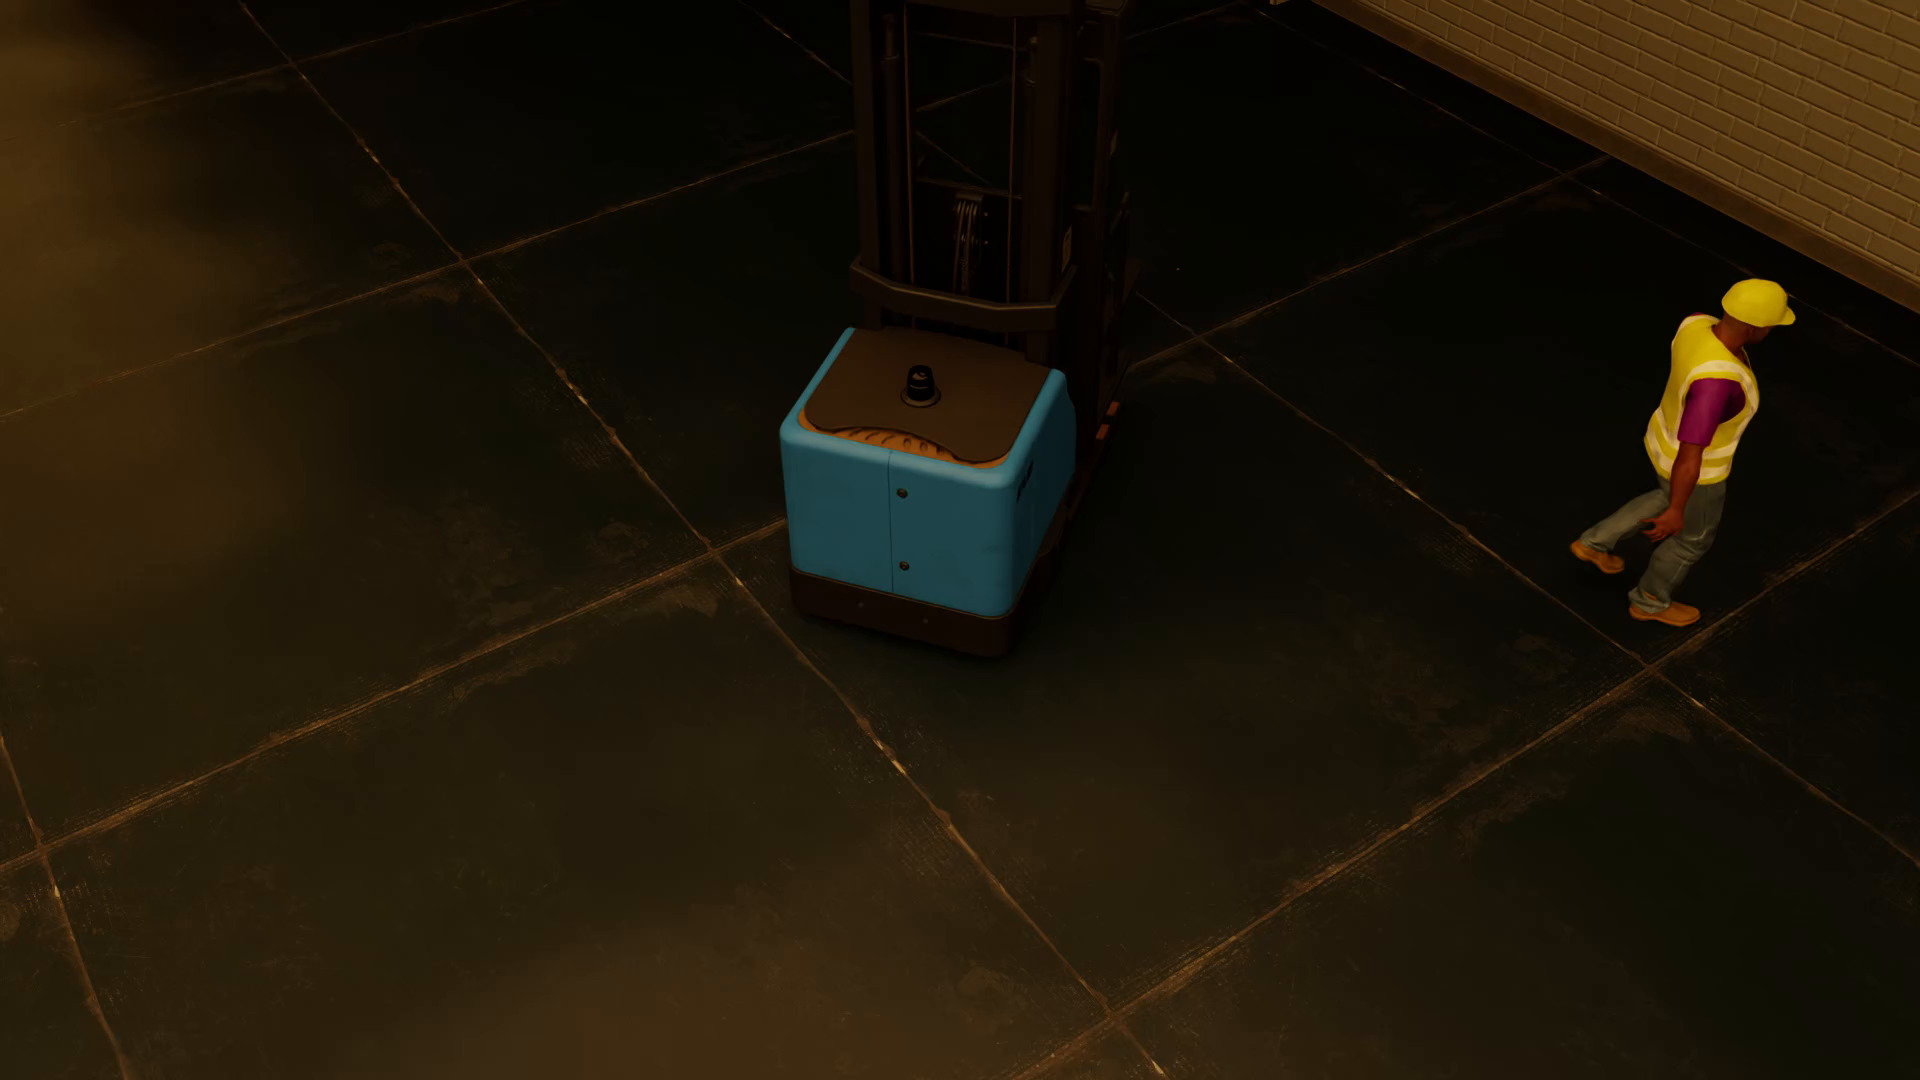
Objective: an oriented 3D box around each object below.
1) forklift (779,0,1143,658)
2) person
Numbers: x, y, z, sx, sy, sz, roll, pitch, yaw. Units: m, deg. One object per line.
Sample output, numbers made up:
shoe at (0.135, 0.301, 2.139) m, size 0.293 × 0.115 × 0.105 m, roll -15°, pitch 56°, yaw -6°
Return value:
forklift at (0.201, -1.580, 7.430) m, size 1.130 × 2.935 × 3.031 m, roll 13°, pitch 44°, yaw 14°
person at (3.053, -0.358, 6.978) m, size 0.593 × 1.747 × 0.829 m, roll 3°, pitch 43°, yaw 4°
